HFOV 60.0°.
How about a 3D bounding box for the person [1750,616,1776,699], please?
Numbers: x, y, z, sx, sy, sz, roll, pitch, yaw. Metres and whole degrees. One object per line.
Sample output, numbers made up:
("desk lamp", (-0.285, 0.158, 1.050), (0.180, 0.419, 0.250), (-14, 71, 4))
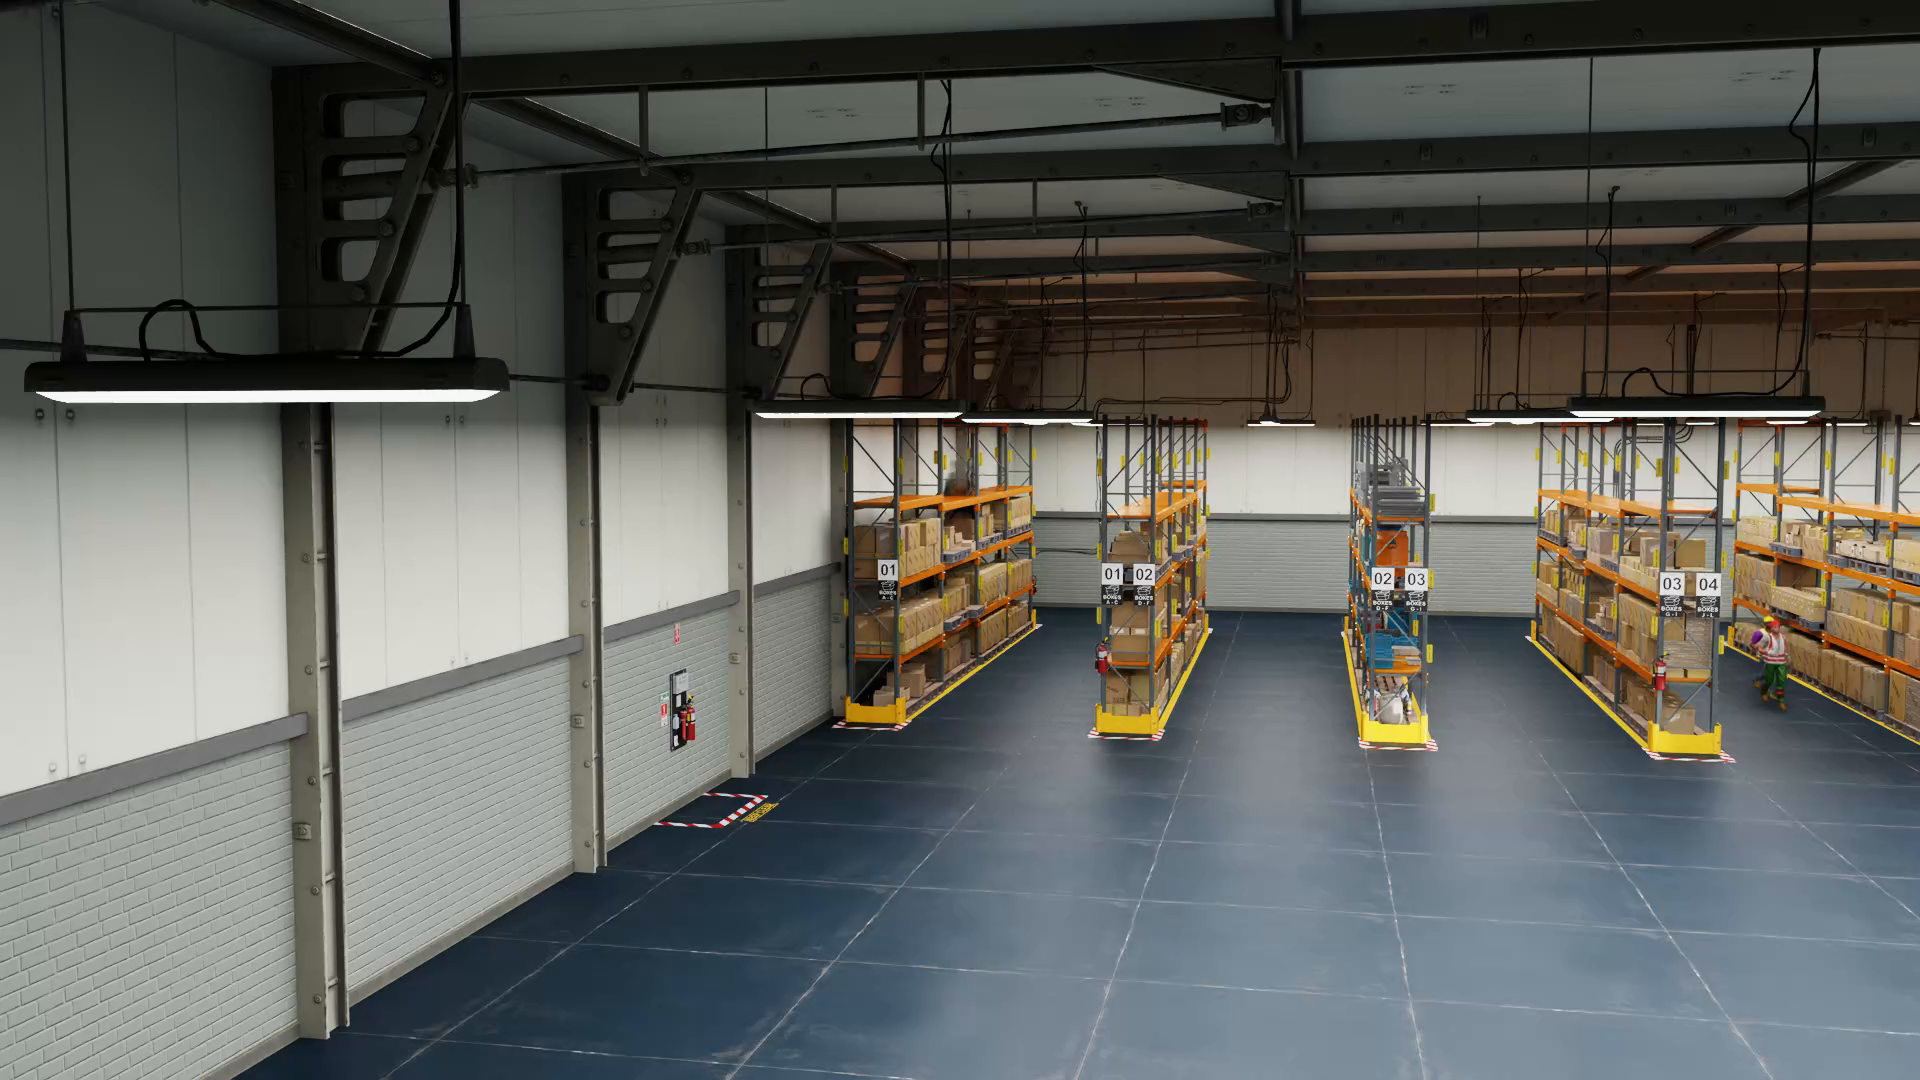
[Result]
("person", (17.283, 2.497, 35.606), (0.698, 1.743, 0.778), (0, 4, -1))

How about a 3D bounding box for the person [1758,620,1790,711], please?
("person", (16.690, 2.538, 34.078), (0.656, 1.786, 0.987), (0, 4, 3))
